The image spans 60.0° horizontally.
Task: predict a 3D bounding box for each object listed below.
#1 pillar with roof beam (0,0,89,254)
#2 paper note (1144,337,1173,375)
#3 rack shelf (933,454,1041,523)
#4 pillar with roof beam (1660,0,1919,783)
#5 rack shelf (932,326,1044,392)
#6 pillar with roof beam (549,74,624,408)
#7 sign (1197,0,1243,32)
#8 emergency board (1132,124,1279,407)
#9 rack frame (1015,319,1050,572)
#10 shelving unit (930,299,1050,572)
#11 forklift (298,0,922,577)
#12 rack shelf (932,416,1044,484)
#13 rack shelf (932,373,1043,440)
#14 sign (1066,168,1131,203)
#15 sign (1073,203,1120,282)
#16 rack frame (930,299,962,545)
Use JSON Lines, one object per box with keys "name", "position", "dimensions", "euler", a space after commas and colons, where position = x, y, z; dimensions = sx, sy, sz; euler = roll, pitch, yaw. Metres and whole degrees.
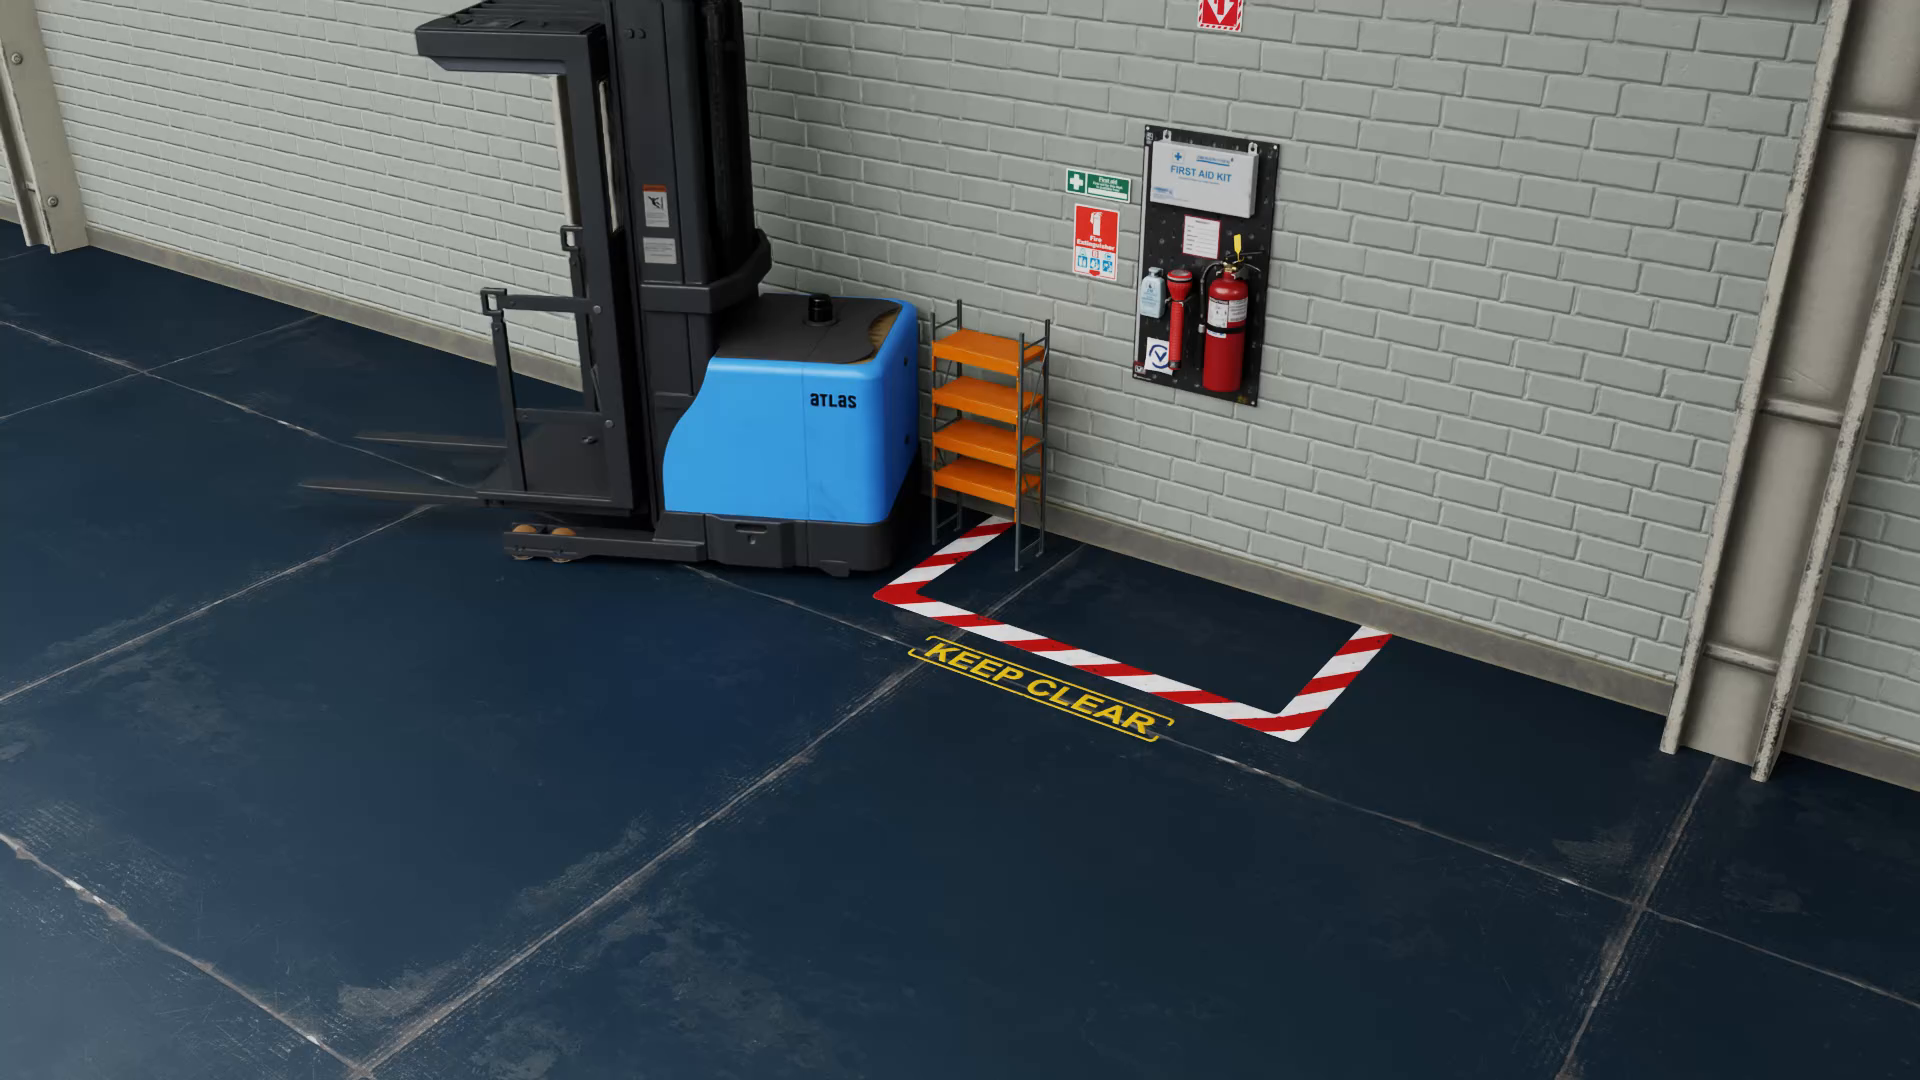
{"name": "pillar with roof beam", "position": [-9.299, -4.654, 7.473], "dimensions": [0.400, 9.000, 9.100], "euler": [17, 32, 30]}
{"name": "paper note", "position": [0.908, -0.836, 7.556], "dimensions": [0.142, 0.148, 0.016], "euler": [17, 32, 30]}
{"name": "rack shelf", "position": [0.136, -0.255, 8.015], "dimensions": [0.480, 0.148, 0.258], "euler": [17, 32, 30]}
{"name": "pillar with roof beam", "position": [0.592, -1.572, 1.418], "dimensions": [0.400, 9.000, 9.100], "euler": [17, 32, 30]}
{"name": "rack shelf", "position": [0.136, -0.842, 7.716], "dimensions": [0.480, 0.148, 0.258], "euler": [17, 32, 30]}
{"name": "pillar with roof beam", "position": [-4.353, -3.113, 4.446], "dimensions": [0.400, 9.000, 9.100], "euler": [17, 32, 30]}
{"name": "sign", "position": [1.064, -2.229, 6.768], "dimensions": [0.199, 0.298, 0.001], "euler": [17, 32, 30]}
{"name": "emergency board", "position": [1.014, -1.157, 7.216], "dimensions": [0.643, 1.169, 0.194], "euler": [17, 32, 30]}
{"name": "rack frame", "position": [0.338, -0.430, 7.771], "dimensions": [0.015, 1.200, 0.240], "euler": [17, 32, 30]}
{"name": "shelving unit", "position": [0.136, -0.492, 7.894], "dimensions": [0.503, 1.200, 0.258], "euler": [17, 32, 30]}
{"name": "forklift", "position": [-1.759, -1.427, 7.823], "dimensions": [3.031, 2.935, 1.130], "euler": [4, 27, 8]}
{"name": "rack shelf", "position": [0.136, -0.432, 7.925], "dimensions": [0.480, 0.148, 0.258], "euler": [17, 32, 30]}
{"name": "rack shelf", "position": [0.136, -0.632, 7.823], "dimensions": [0.480, 0.148, 0.258], "euler": [17, 32, 30]}
{"name": "sign", "position": [0.616, -1.585, 7.434], "dimensions": [0.331, 0.109, 0.001], "euler": [17, 32, 30]}
{"name": "sign", "position": [0.617, -1.353, 7.563], "dimensions": [0.234, 0.329, 0.001], "euler": [17, 32, 30]}
{"name": "rack frame", "position": [-0.065, -0.555, 8.018], "dimensions": [0.015, 1.200, 0.240], "euler": [17, 32, 30]}
